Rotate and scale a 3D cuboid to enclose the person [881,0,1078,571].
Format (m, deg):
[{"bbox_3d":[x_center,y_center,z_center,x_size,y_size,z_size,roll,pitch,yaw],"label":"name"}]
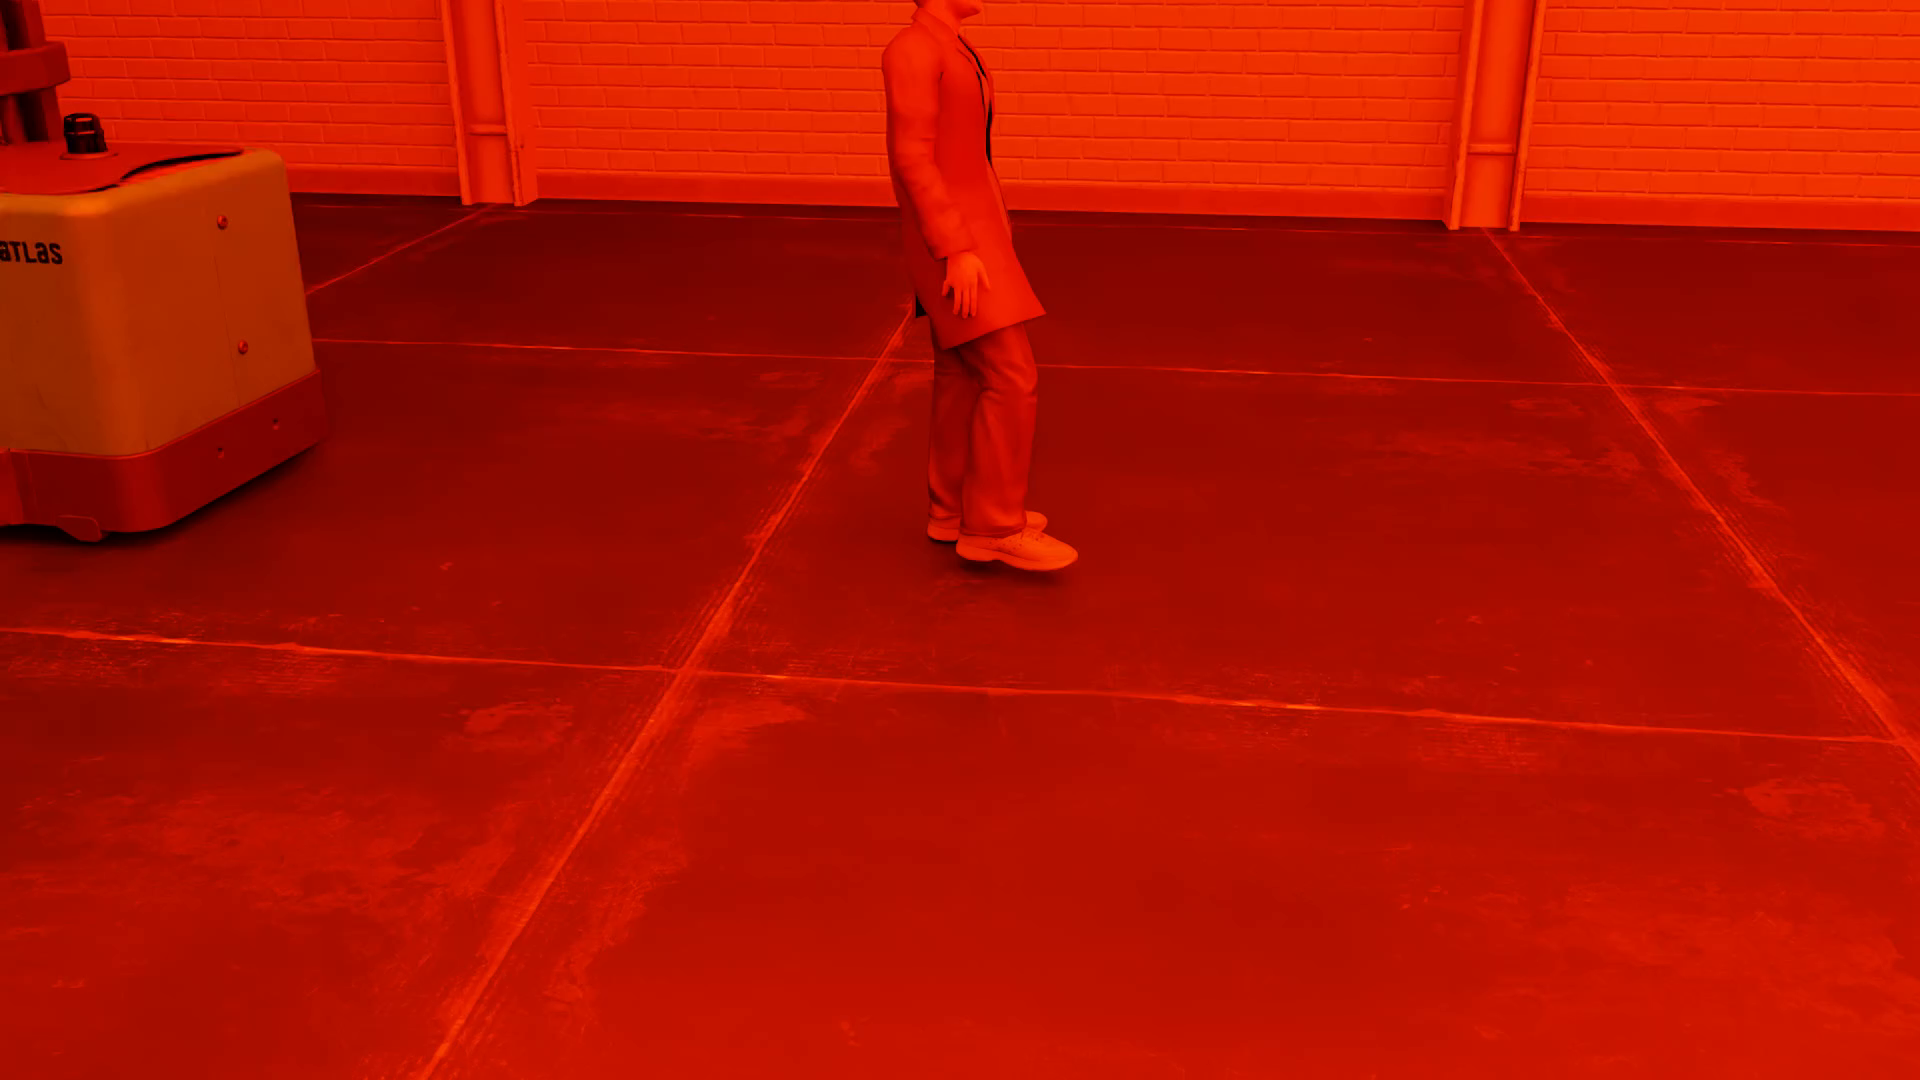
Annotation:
[{"bbox_3d":[0.091,-0.826,4.828,0.580,1.778,0.698,3,22,7],"label":"person"}]

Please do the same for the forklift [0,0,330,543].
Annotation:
[{"bbox_3d":[-3.810,-1.618,5.271,3.031,2.935,1.130,5,22,11],"label":"forklift"}]
